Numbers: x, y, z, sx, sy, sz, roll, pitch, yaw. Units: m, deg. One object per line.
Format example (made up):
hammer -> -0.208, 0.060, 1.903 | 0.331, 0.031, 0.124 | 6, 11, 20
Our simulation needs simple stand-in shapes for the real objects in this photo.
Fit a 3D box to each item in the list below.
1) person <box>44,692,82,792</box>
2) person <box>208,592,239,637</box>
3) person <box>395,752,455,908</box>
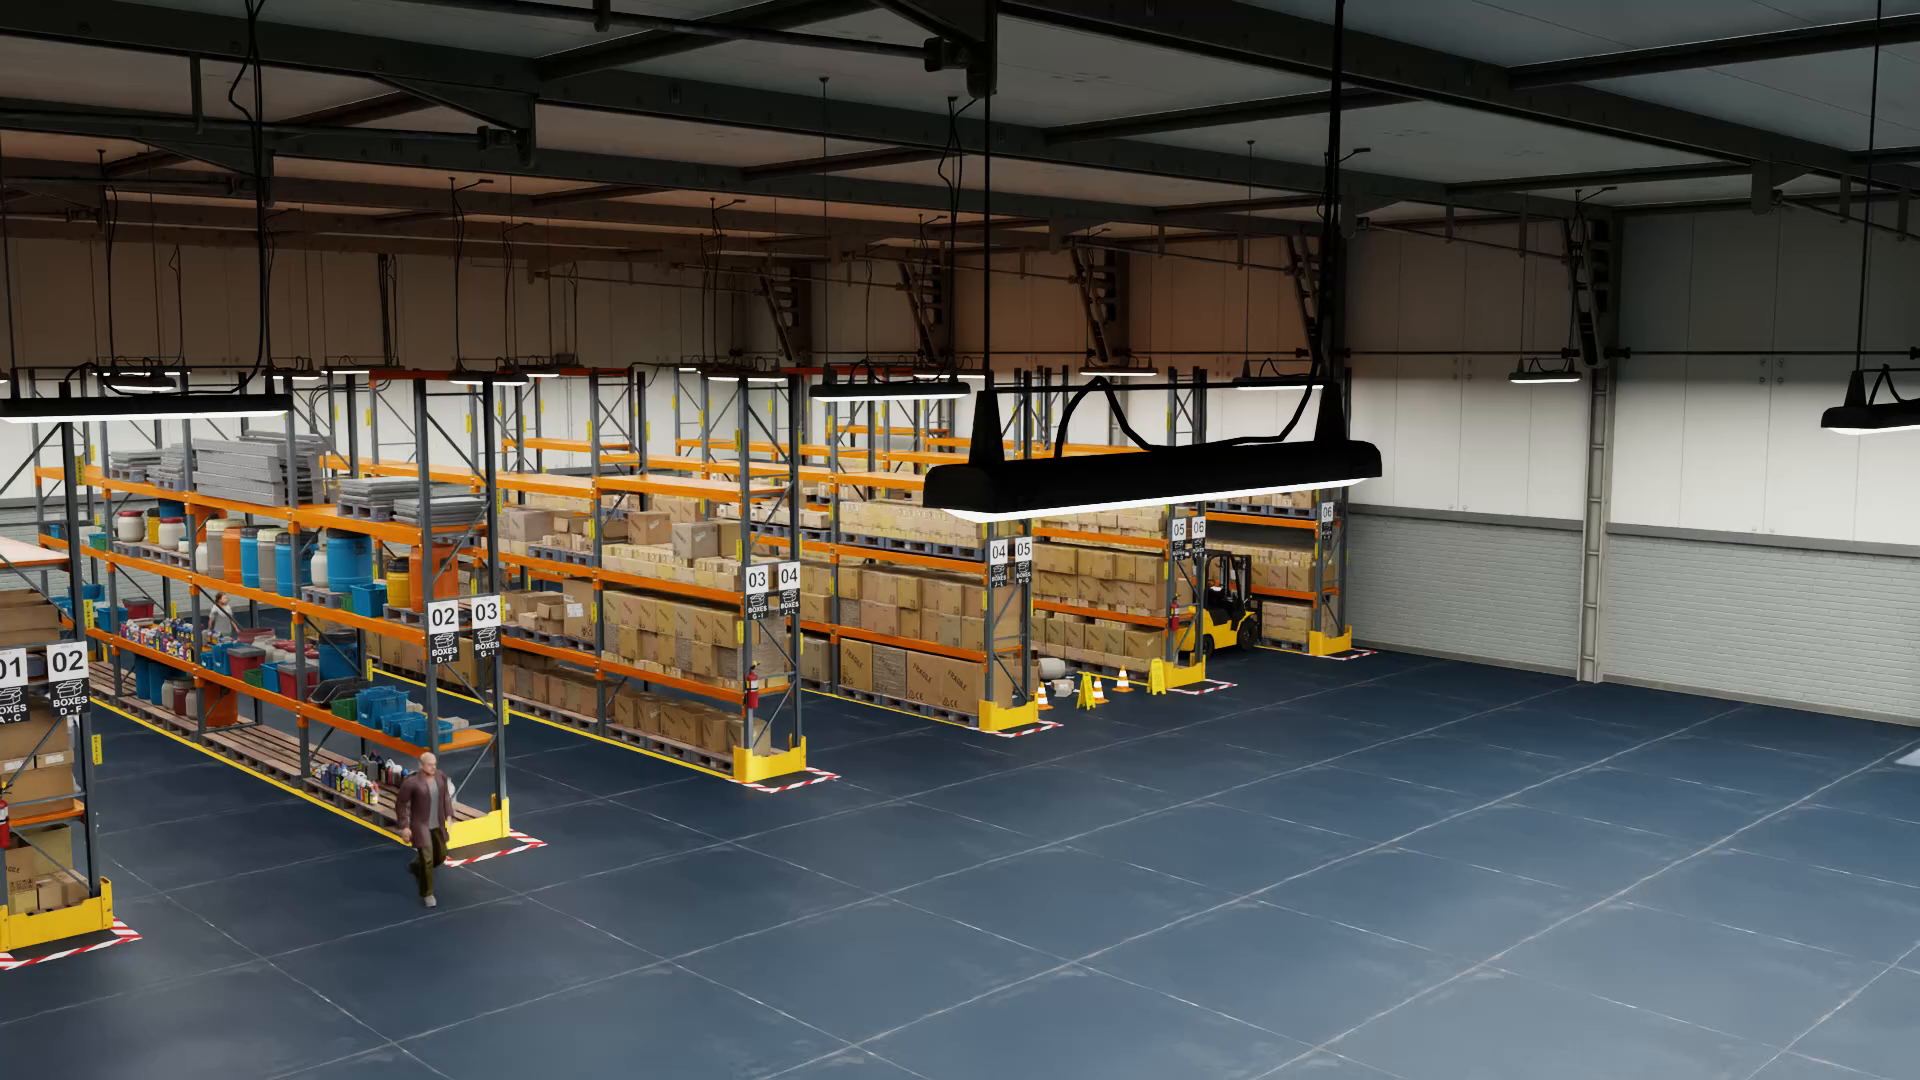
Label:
person -> -12.993, 2.787, 24.228 | 0.723, 1.671, 0.516 | 3, 7, 23
person -> -14.497, 1.819, 32.753 | 1.058, 1.609, 0.548 | 6, 9, 43
person -> -6.228, 3.301, 19.237 | 0.752, 1.763, 0.664 | 5, 8, 37
